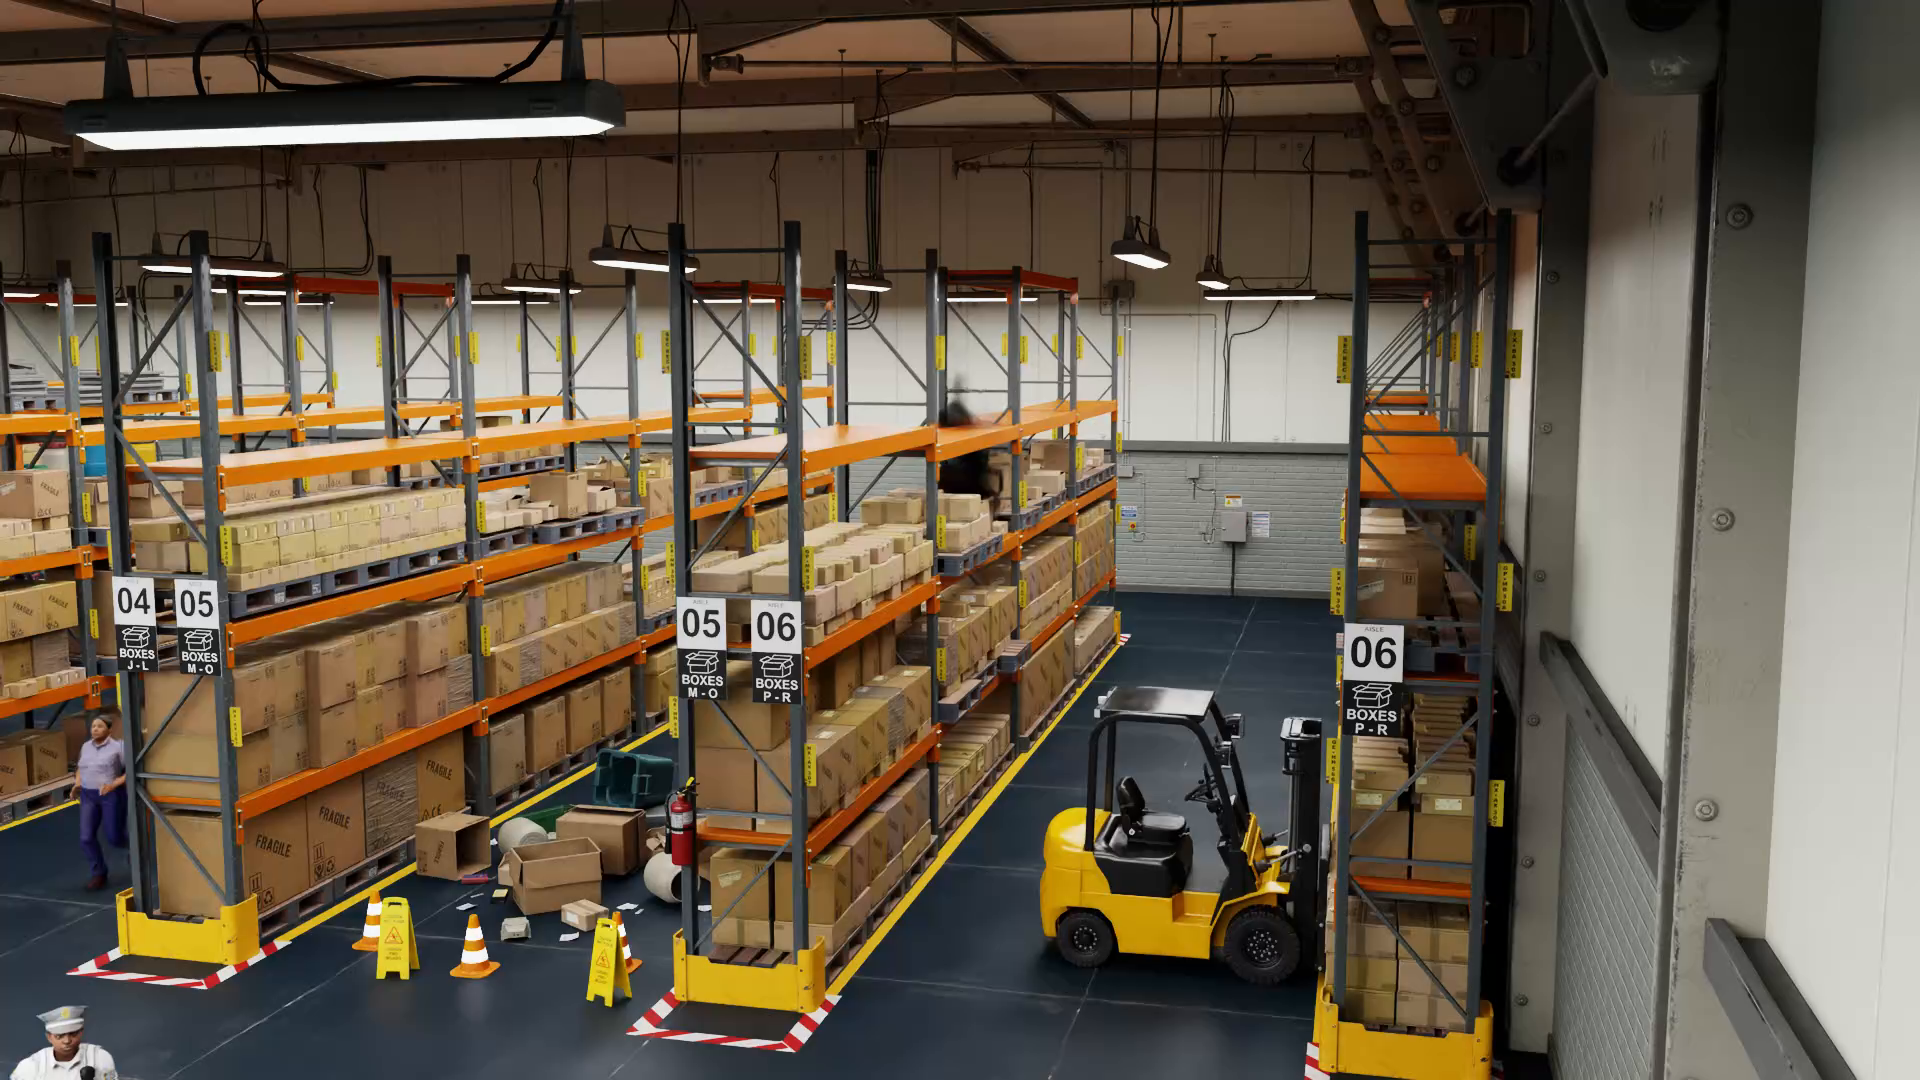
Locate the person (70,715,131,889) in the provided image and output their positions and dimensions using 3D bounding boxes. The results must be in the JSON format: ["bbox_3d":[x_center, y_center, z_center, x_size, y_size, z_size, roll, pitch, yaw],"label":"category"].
[{"bbox_3d":[-8.131,2.452,15.816,0.613,1.598,0.669,0,7,2],"label":"person"}]

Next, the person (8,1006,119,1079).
[{"bbox_3d":[-4.749,3.261,8.849,0.542,1.651,0.714,-5,9,-37],"label":"person"}]
